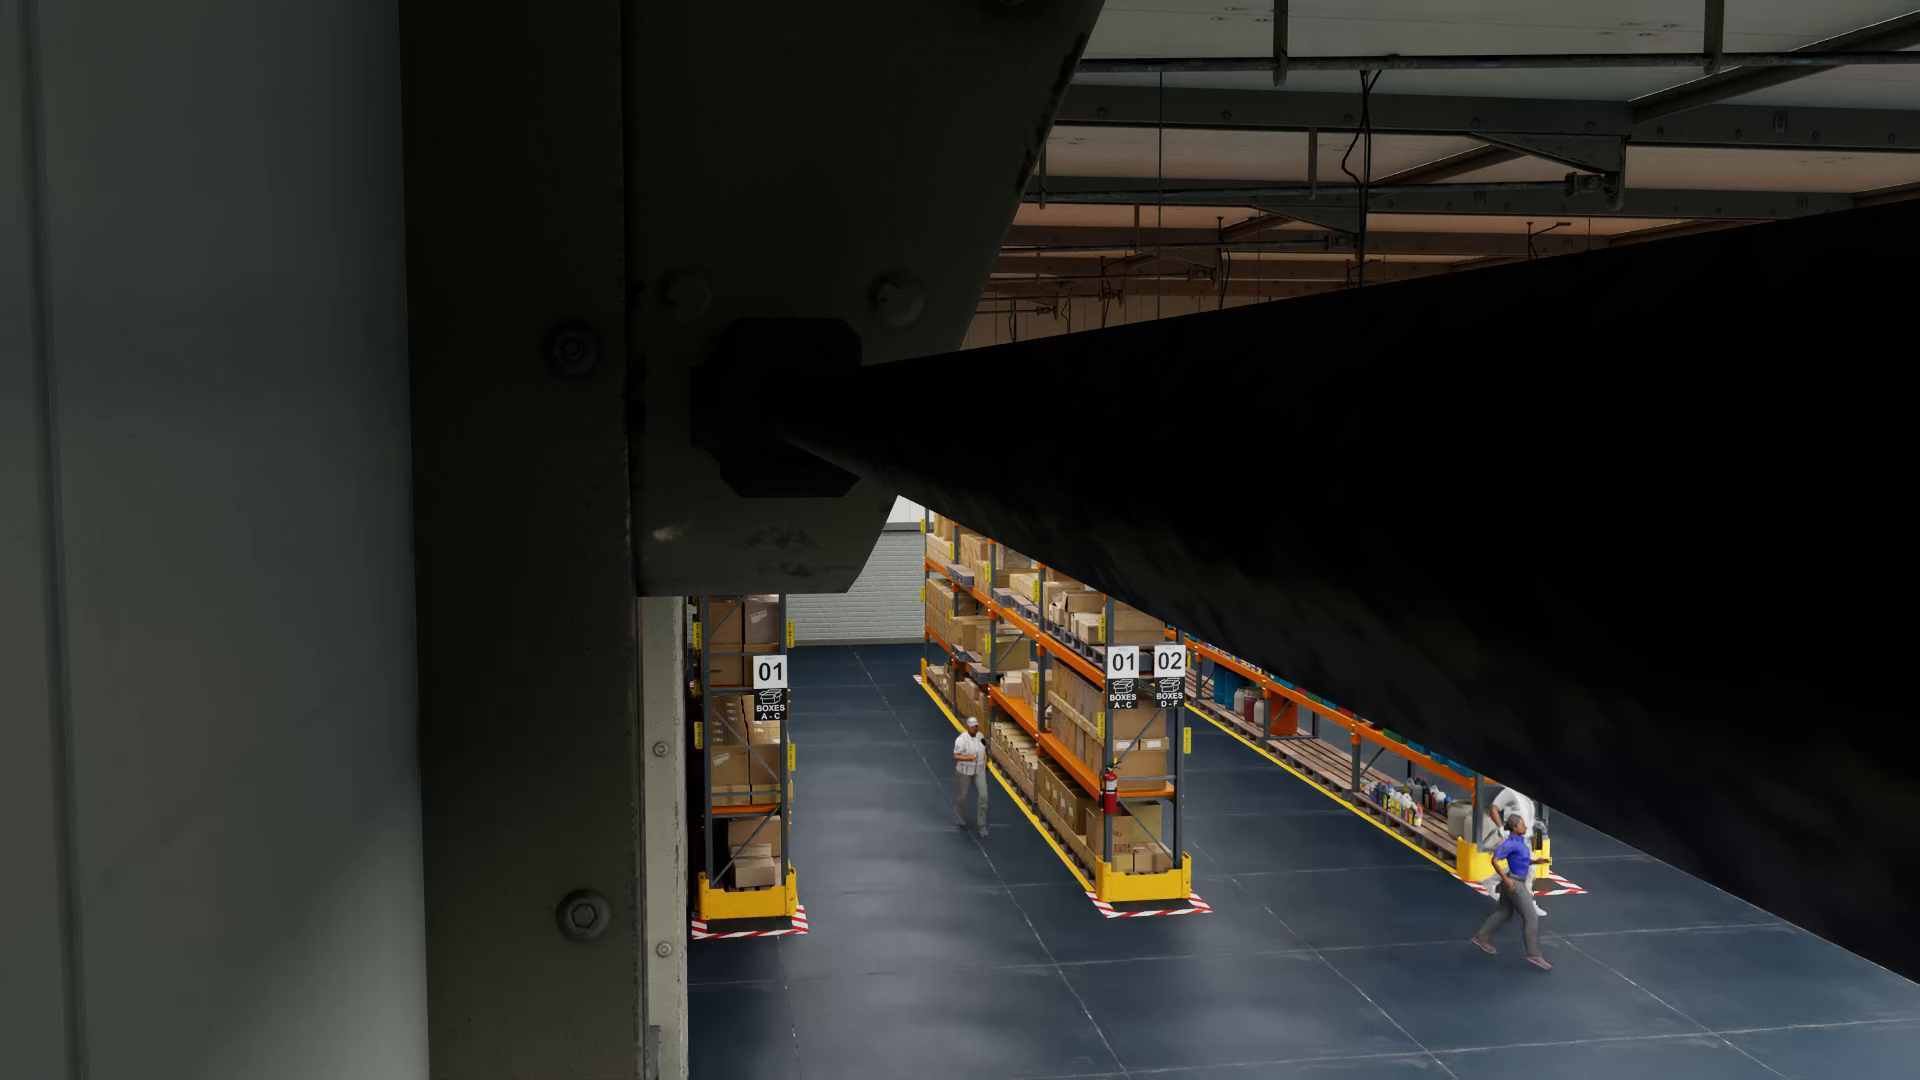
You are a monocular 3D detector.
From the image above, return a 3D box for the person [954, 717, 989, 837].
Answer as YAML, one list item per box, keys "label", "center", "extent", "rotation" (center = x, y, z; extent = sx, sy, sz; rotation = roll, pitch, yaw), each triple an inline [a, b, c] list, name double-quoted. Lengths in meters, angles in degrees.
- label: "person"
  center: [0.152, 3.391, 24.045]
  extent: [0.550, 1.715, 0.821]
  rotation: [-2, 5, -19]

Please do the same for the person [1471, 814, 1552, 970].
- label: "person"
  center: [6.140, 3.878, 18.430]
  extent: [0.846, 1.677, 0.562]
  rotation: [2, 5, 18]

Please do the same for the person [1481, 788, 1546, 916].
- label: "person"
  center: [6.869, 3.662, 20.459]
  extent: [0.823, 1.762, 0.736]
  rotation: [4, 6, 37]
